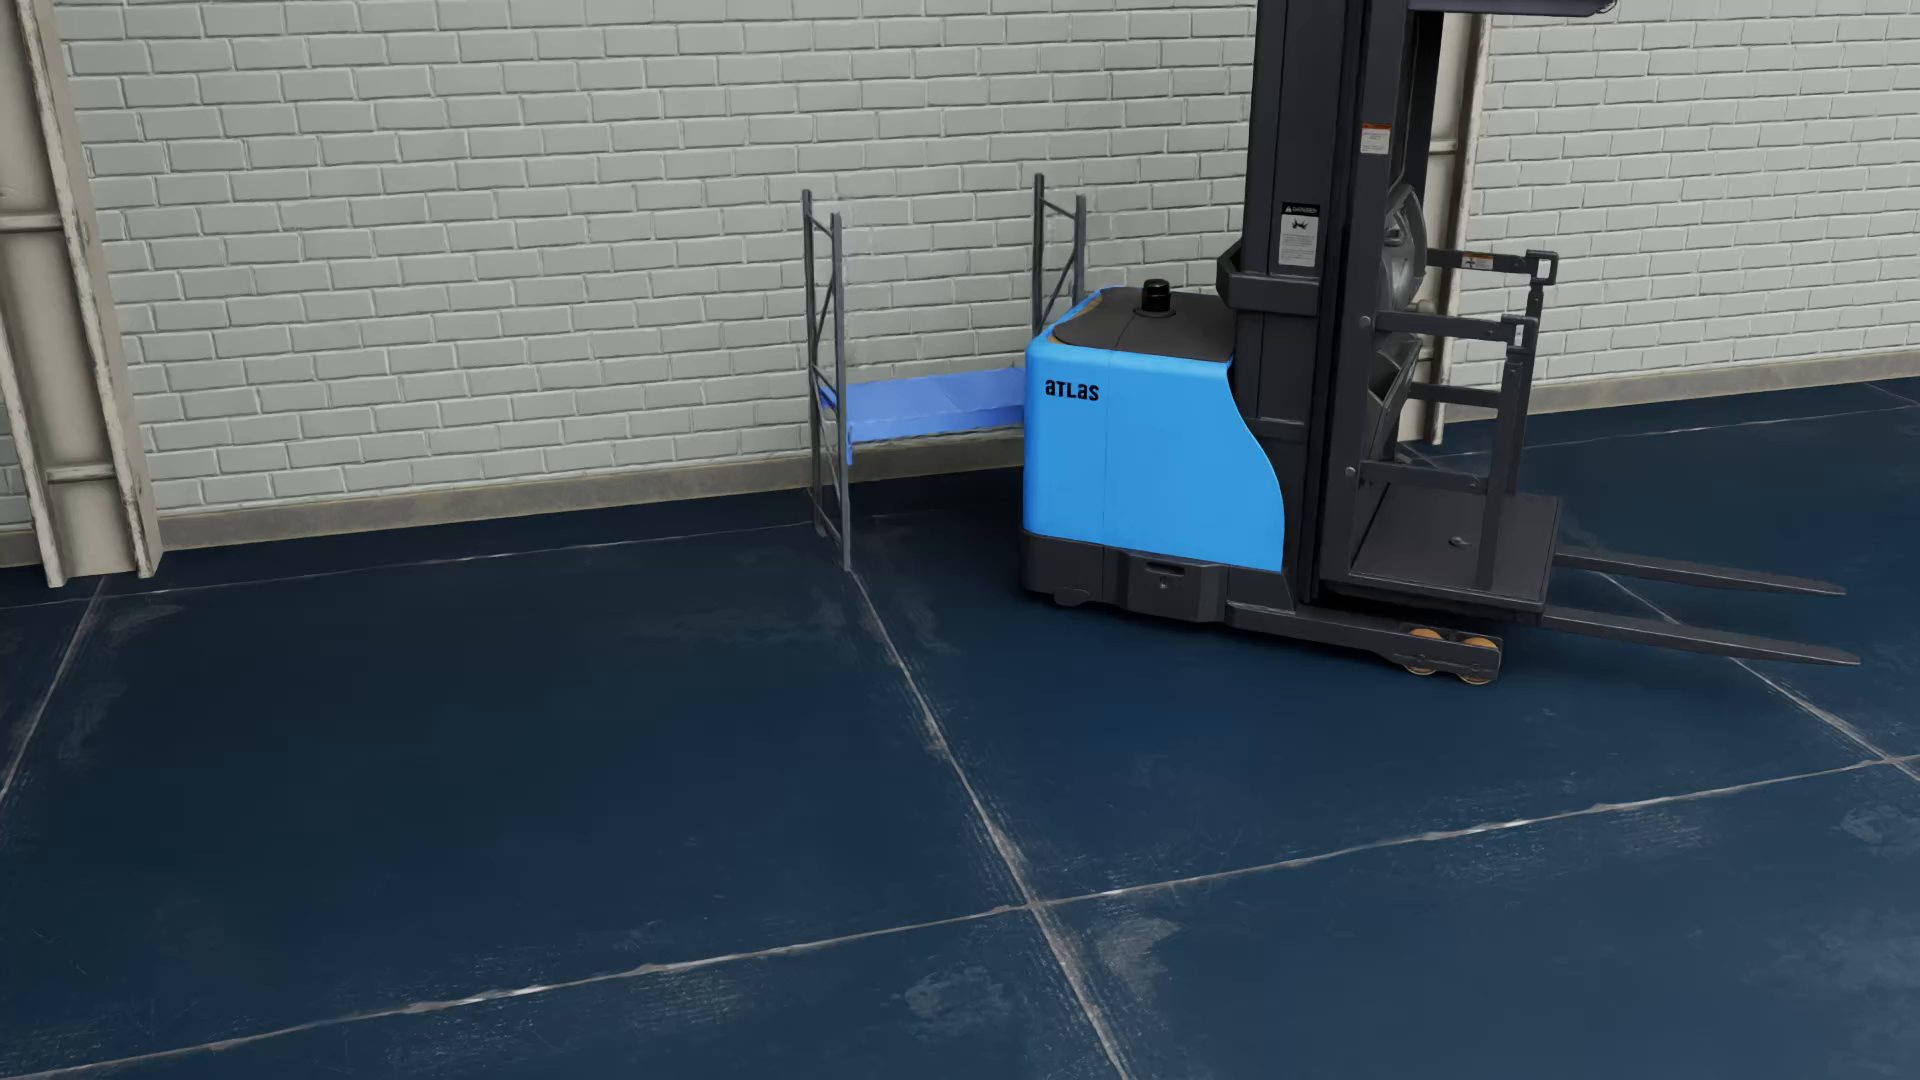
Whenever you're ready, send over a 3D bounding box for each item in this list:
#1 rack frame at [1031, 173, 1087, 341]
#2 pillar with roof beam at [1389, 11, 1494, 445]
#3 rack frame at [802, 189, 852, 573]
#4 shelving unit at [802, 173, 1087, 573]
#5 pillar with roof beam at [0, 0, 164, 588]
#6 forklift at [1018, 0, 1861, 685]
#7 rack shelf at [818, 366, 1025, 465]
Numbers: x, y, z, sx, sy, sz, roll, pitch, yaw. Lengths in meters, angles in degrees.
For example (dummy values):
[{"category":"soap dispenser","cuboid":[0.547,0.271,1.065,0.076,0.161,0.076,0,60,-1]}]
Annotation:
[{"category":"rack frame","cuboid":[0.412,-0.779,7.162,0.032,1.500,0.500,-8,24,-17]},{"category":"pillar with roof beam","cuboid":[3.363,-3.024,2.886,0.400,9.000,9.100,-6,24,-14]},{"category":"rack frame","cuboid":[-0.549,-0.648,6.857,0.032,1.500,0.500,-8,24,-17]},{"category":"shelving unit","cuboid":[-0.069,-0.713,7.010,1.048,1.500,0.538,-8,24,-17]},{"category":"pillar with roof beam","cuboid":[-2.414,-2.385,1.396,0.400,9.000,9.100,-6,24,-14]},{"category":"forklift","cuboid":[1.802,-1.061,6.005,3.031,2.935,1.130,9,25,20]},{"category":"rack shelf","cuboid":[-0.069,-0.548,7.081,1.000,0.185,0.538,-8,24,-17]}]
